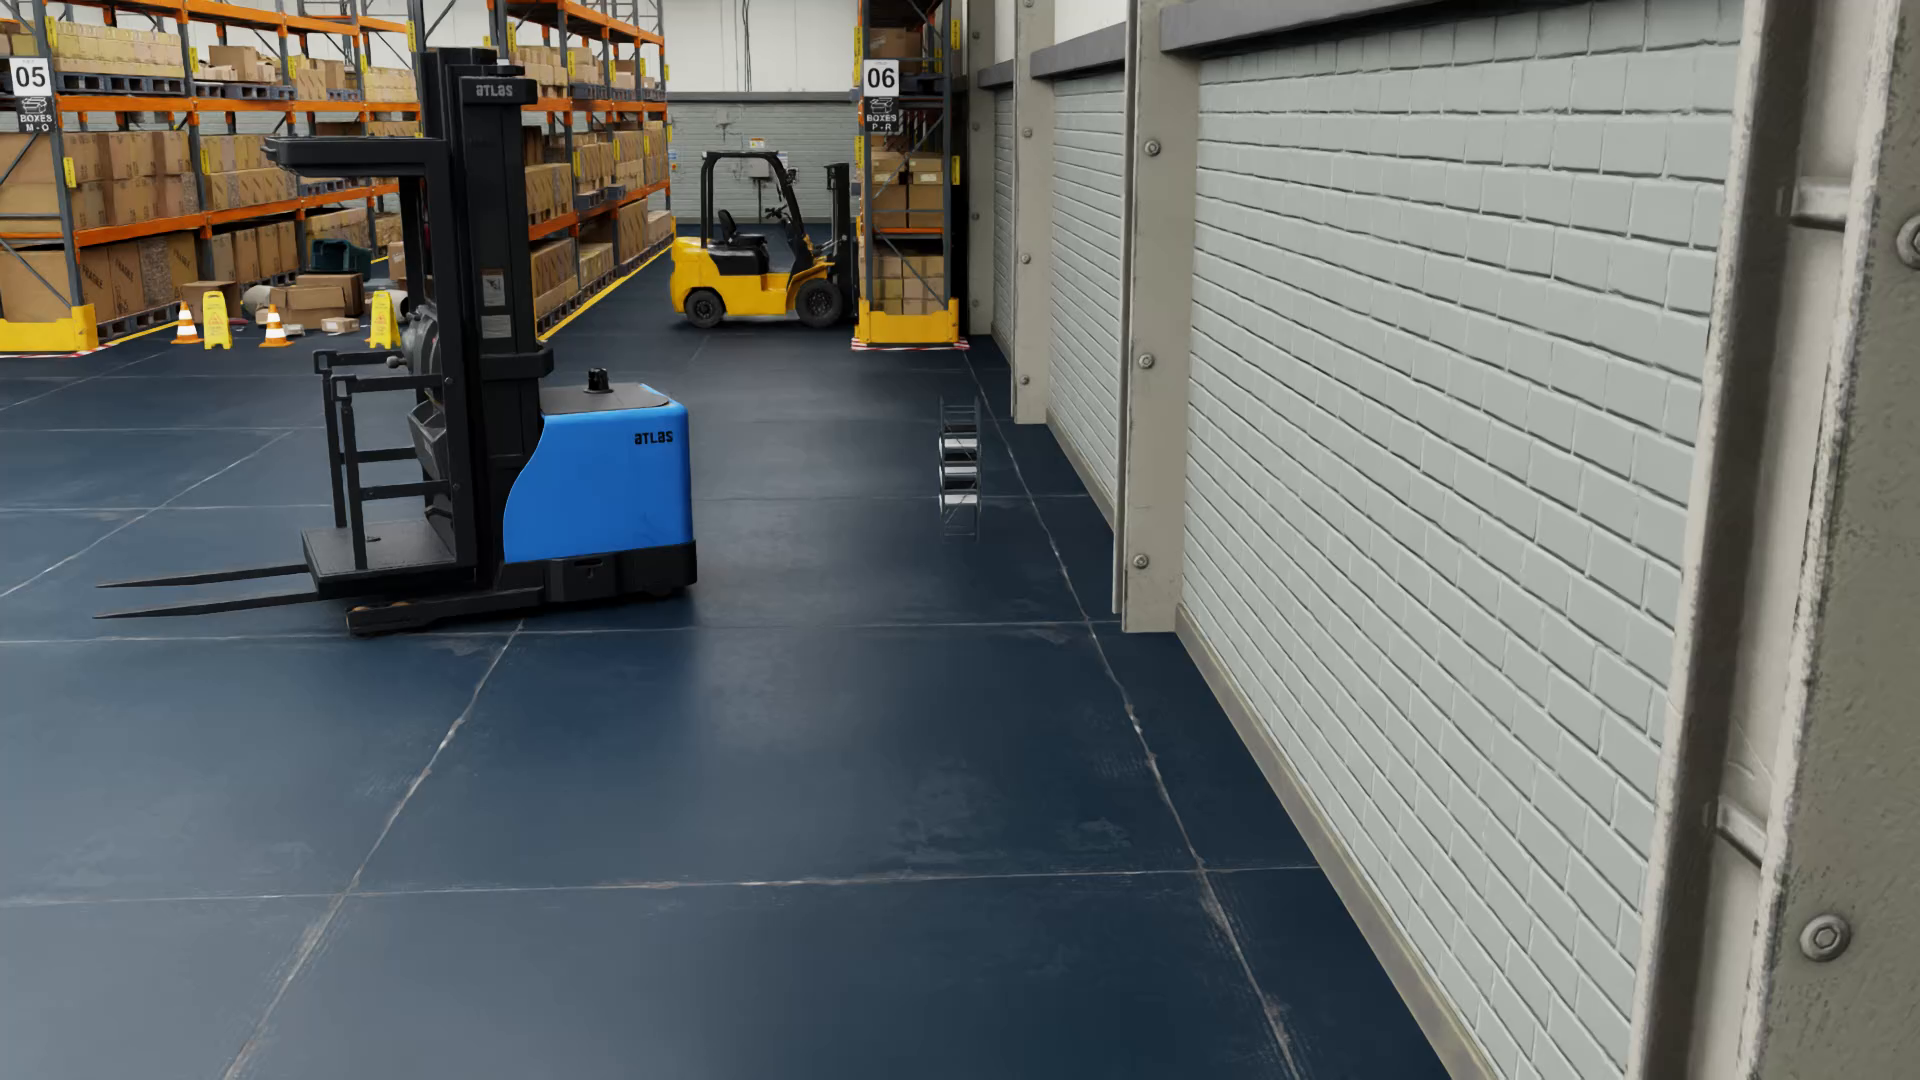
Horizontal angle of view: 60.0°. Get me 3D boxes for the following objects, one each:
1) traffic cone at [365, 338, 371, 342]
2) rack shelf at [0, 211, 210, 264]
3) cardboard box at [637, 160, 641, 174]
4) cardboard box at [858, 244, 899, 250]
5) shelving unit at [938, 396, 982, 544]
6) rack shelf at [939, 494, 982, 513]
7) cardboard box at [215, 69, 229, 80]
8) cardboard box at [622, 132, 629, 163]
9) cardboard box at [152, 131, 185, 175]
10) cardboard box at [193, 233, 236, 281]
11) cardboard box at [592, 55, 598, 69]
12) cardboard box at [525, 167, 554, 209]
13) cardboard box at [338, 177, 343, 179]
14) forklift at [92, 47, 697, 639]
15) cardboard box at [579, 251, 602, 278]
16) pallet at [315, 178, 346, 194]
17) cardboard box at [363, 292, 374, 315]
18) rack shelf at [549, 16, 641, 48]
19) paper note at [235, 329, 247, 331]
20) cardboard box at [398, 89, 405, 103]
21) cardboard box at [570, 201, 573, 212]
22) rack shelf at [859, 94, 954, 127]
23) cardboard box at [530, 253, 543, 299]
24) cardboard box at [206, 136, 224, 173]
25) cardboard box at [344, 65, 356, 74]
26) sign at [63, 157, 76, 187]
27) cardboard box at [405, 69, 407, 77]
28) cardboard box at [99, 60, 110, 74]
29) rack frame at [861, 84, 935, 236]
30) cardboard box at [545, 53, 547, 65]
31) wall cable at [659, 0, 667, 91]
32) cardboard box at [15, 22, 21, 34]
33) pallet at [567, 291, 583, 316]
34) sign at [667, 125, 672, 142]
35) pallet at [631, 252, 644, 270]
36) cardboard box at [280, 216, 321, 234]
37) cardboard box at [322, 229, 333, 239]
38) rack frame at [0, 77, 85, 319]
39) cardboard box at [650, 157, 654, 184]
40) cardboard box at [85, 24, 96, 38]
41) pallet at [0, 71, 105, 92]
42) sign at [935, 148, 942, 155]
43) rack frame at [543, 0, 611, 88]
[{"bbox_3d":[-6.876,-2.601,19.708,0.336,0.463,0.334,-1,14,-3],"label":"traffic cone"},{"bbox_3d":[-10.620,-3.790,20.682,1.077,0.370,4.000,-1,14,-3],"label":"rack shelf"},{"bbox_3d":[-5.997,-6.667,29.715,0.500,0.250,0.500,-1,14,-2],"label":"cardboard box"},{"bbox_3d":[-1.050,-3.664,21.418,0.500,0.250,0.500,-1,14,-5],"label":"cardboard box"},{"bbox_3d":[-0.001,-0.438,10.422,0.258,0.900,0.210,-1,14,-3],"label":"shelving unit"},{"bbox_3d":[-0.001,-0.231,10.475,0.258,0.077,0.200,-1,14,-3],"label":"rack shelf"},{"bbox_3d":[-10.571,-6.571,23.488,0.380,0.149,0.250,-1,14,-3],"label":"cardboard box"},{"bbox_3d":[-5.901,-6.644,28.121,0.500,0.500,0.500,0,14,-2],"label":"cardboard box"},{"bbox_3d":[-10.605,-5.004,21.489,0.875,0.550,0.550,-1,14,-3],"label":"cardboard box"},{"bbox_3d":[-10.872,-3.903,23.348,1.050,0.750,0.750,-1,14,-4],"label":"cardboard box"},{"bbox_3d":[-6.231,-7.530,26.703,0.797,0.503,0.637,-2,15,-7],"label":"cardboard box"},{"bbox_3d":[-5.422,-4.439,20.963,0.500,0.500,0.500,-1,14,-5],"label":"cardboard box"},{"bbox_3d":[-10.949,-6.354,28.862,0.380,0.149,0.250,-2,15,-6],"label":"cardboard box"},{"bbox_3d":[-3.033,-1.061,8.768,3.031,2.935,1.130,-7,16,-25],"label":"forklift"},{"bbox_3d":[-5.937,-4.150,25.069,0.950,0.372,0.625,0,14,-2],"label":"cardboard box"},{"bbox_3d":[-11.155,-6.030,28.327,1.003,0.211,1.213,-1,14,-3],"label":"pallet"},{"bbox_3d":[-7.901,-3.178,22.345,0.258,0.266,0.396,-13,20,-42],"label":"cardboard box"},{"bbox_3d":[-6.181,-8.593,28.112,1.077,0.370,4.000,-1,14,-3],"label":"rack shelf"},{"bbox_3d":[-8.896,-2.608,20.606,0.144,0.017,0.142,4,15,16],"label":"paper note"},{"bbox_3d":[-11.139,-8.641,32.373,0.500,0.250,0.500,0,14,-1],"label":"cardboard box"},{"bbox_3d":[-5.485,-4.541,22.659,0.380,0.149,0.250,-1,14,-4],"label":"cardboard box"},{"bbox_3d":[-0.731,-5.422,21.004,1.077,0.370,4.000,-1,14,-3],"label":"rack shelf"},{"bbox_3d":[-5.337,-3.189,20.070,0.500,0.500,0.500,-1,14,-5],"label":"cardboard box"},{"bbox_3d":[-10.814,-5.420,23.365,0.700,0.500,0.500,-1,14,-4],"label":"cardboard box"},{"bbox_3d":[-11.015,-8.517,30.087,0.380,0.149,0.250,-1,14,-4],"label":"cardboard box"},{"bbox_3d":[-9.941,-4.106,18.569,0.100,0.325,0.005,-1,14,-3],"label":"sign"},{"bbox_3d":[-11.234,-9.295,33.111,0.380,0.149,0.250,-1,14,-3],"label":"cardboard box"},{"bbox_3d":[-10.260,-5.565,19.578,0.380,0.149,0.250,-1,14,-3],"label":"cardboard box"},{"bbox_3d":[-0.855,-4.815,23.221,1.000,3.000,0.127,-1,14,-3],"label":"rack frame"},{"bbox_3d":[-5.424,-6.058,20.935,0.380,0.149,0.250,-1,14,-3],"label":"cardboard box"},{"bbox_3d":[-7.186,-12.038,39.253,0.463,3.000,0.029,-1,14,-3],"label":"wall cable"},{"bbox_3d":[-10.885,-5.815,18.947,0.380,0.149,0.250,-1,14,-3],"label":"cardboard box"},{"bbox_3d":[-5.732,-3.221,22.620,1.003,0.211,1.213,-1,14,-3],"label":"pallet"},{"bbox_3d":[-6.010,-8.402,34.365,0.100,0.325,0.005,-1,14,-3],"label":"sign"},{"bbox_3d":[-6.103,-4.882,29.077,1.003,0.211,1.213,-1,14,-3],"label":"pallet"},{"bbox_3d":[-10.792,-5.162,27.239,0.500,0.250,0.500,-2,15,-6],"label":"cardboard box"},{"bbox_3d":[-10.815,-4.929,27.836,0.500,0.500,0.500,-1,14,-3],"label":"cardboard box"},{"bbox_3d":[-10.496,-3.641,18.659,1.000,3.000,0.127,-1,14,-3],"label":"rack frame"},{"bbox_3d":[-6.100,-7.022,31.596,0.500,0.500,0.500,-1,14,-3],"label":"cardboard box"},{"bbox_3d":[-10.244,-5.887,19.228,0.380,0.149,0.250,-1,14,-3],"label":"cardboard box"},{"bbox_3d":[-10.552,-5.235,19.013,1.003,0.211,1.213,-1,14,-3],"label":"pallet"},{"bbox_3d":[-0.302,-5.282,23.139,0.100,0.325,0.005,-1,14,-3],"label":"sign"},{"bbox_3d":[-6.057,-8.638,26.039,1.000,3.000,0.127,-1,14,-3],"label":"rack frame"}]
